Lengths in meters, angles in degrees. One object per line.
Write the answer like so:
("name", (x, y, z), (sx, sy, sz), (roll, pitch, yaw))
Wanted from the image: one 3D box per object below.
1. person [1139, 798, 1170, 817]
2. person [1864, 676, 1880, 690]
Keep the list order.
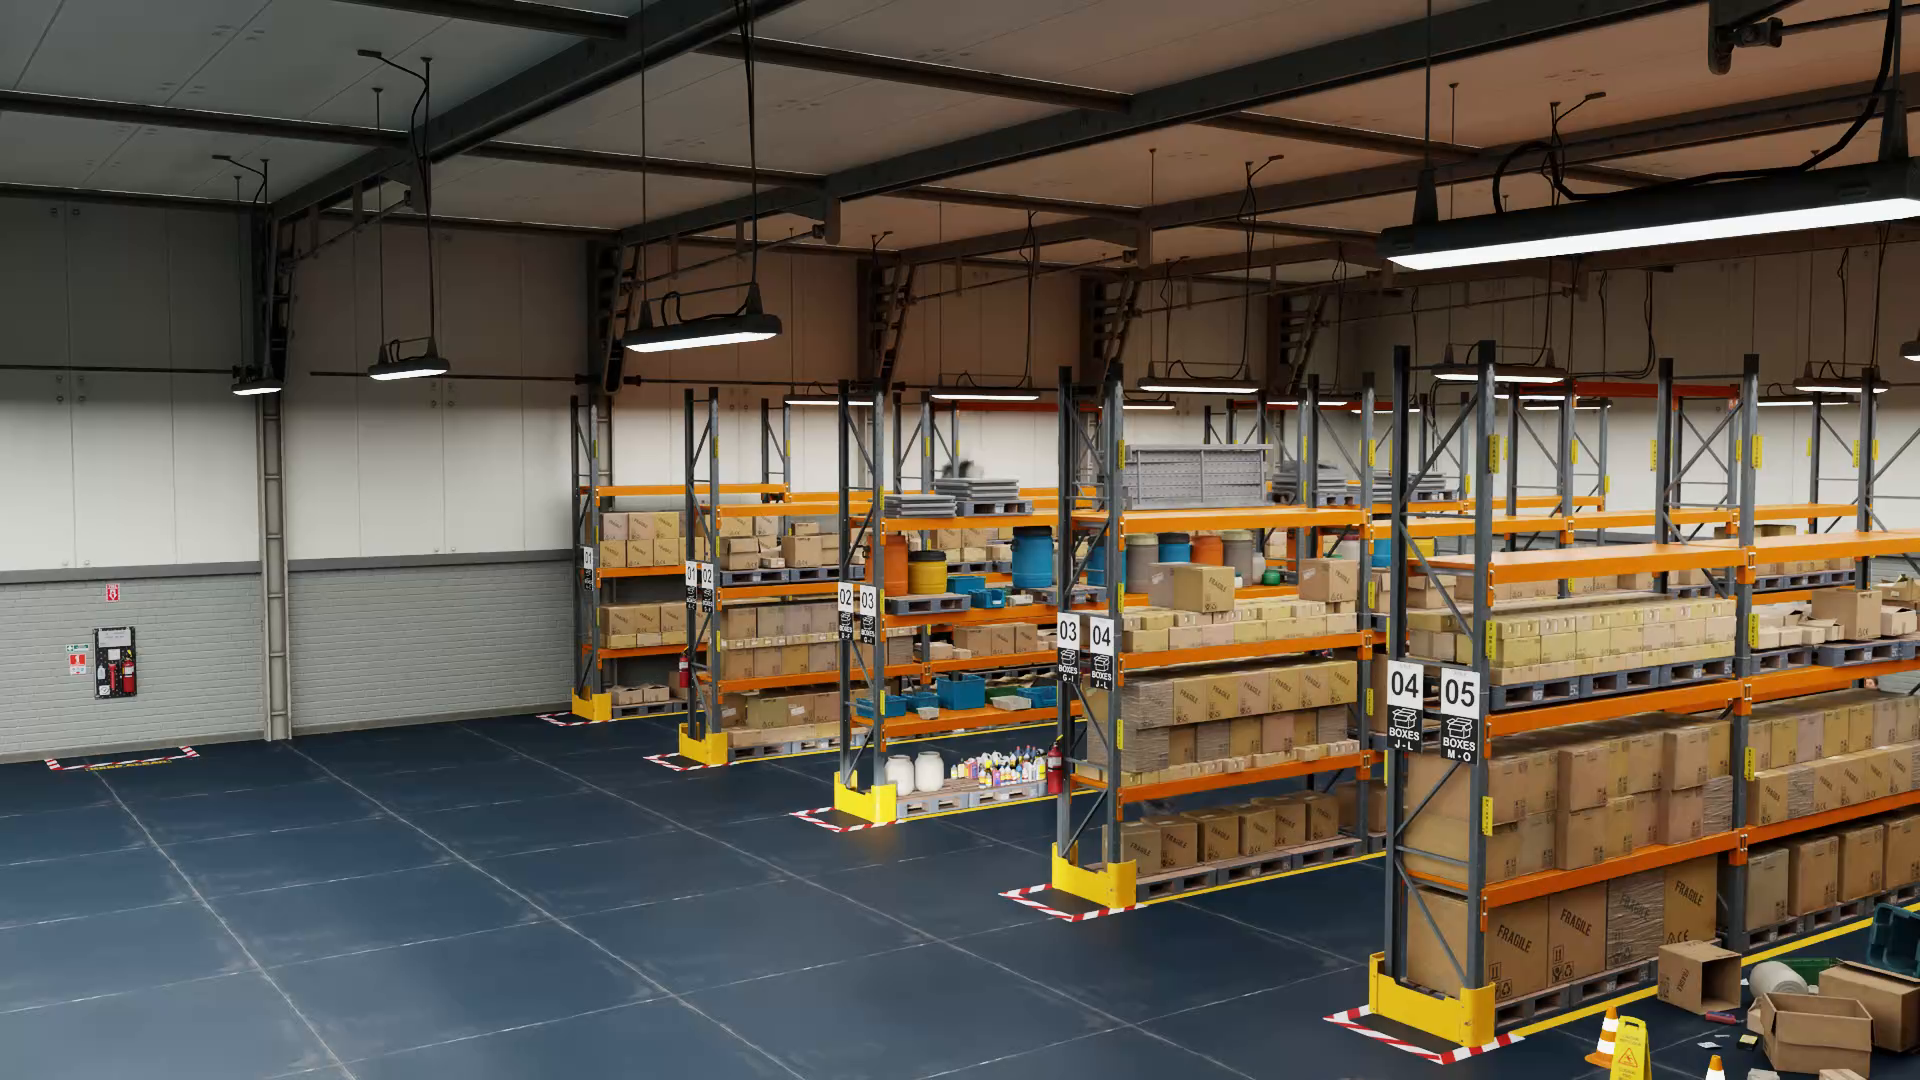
("person", (2.482, 2.971, 21.963), (0.555, 1.741, 0.708), (-3, 5, -45))
("person", (13.717, 2.838, 25.002), (0.719, 1.615, 0.514), (-3, 4, -36))
